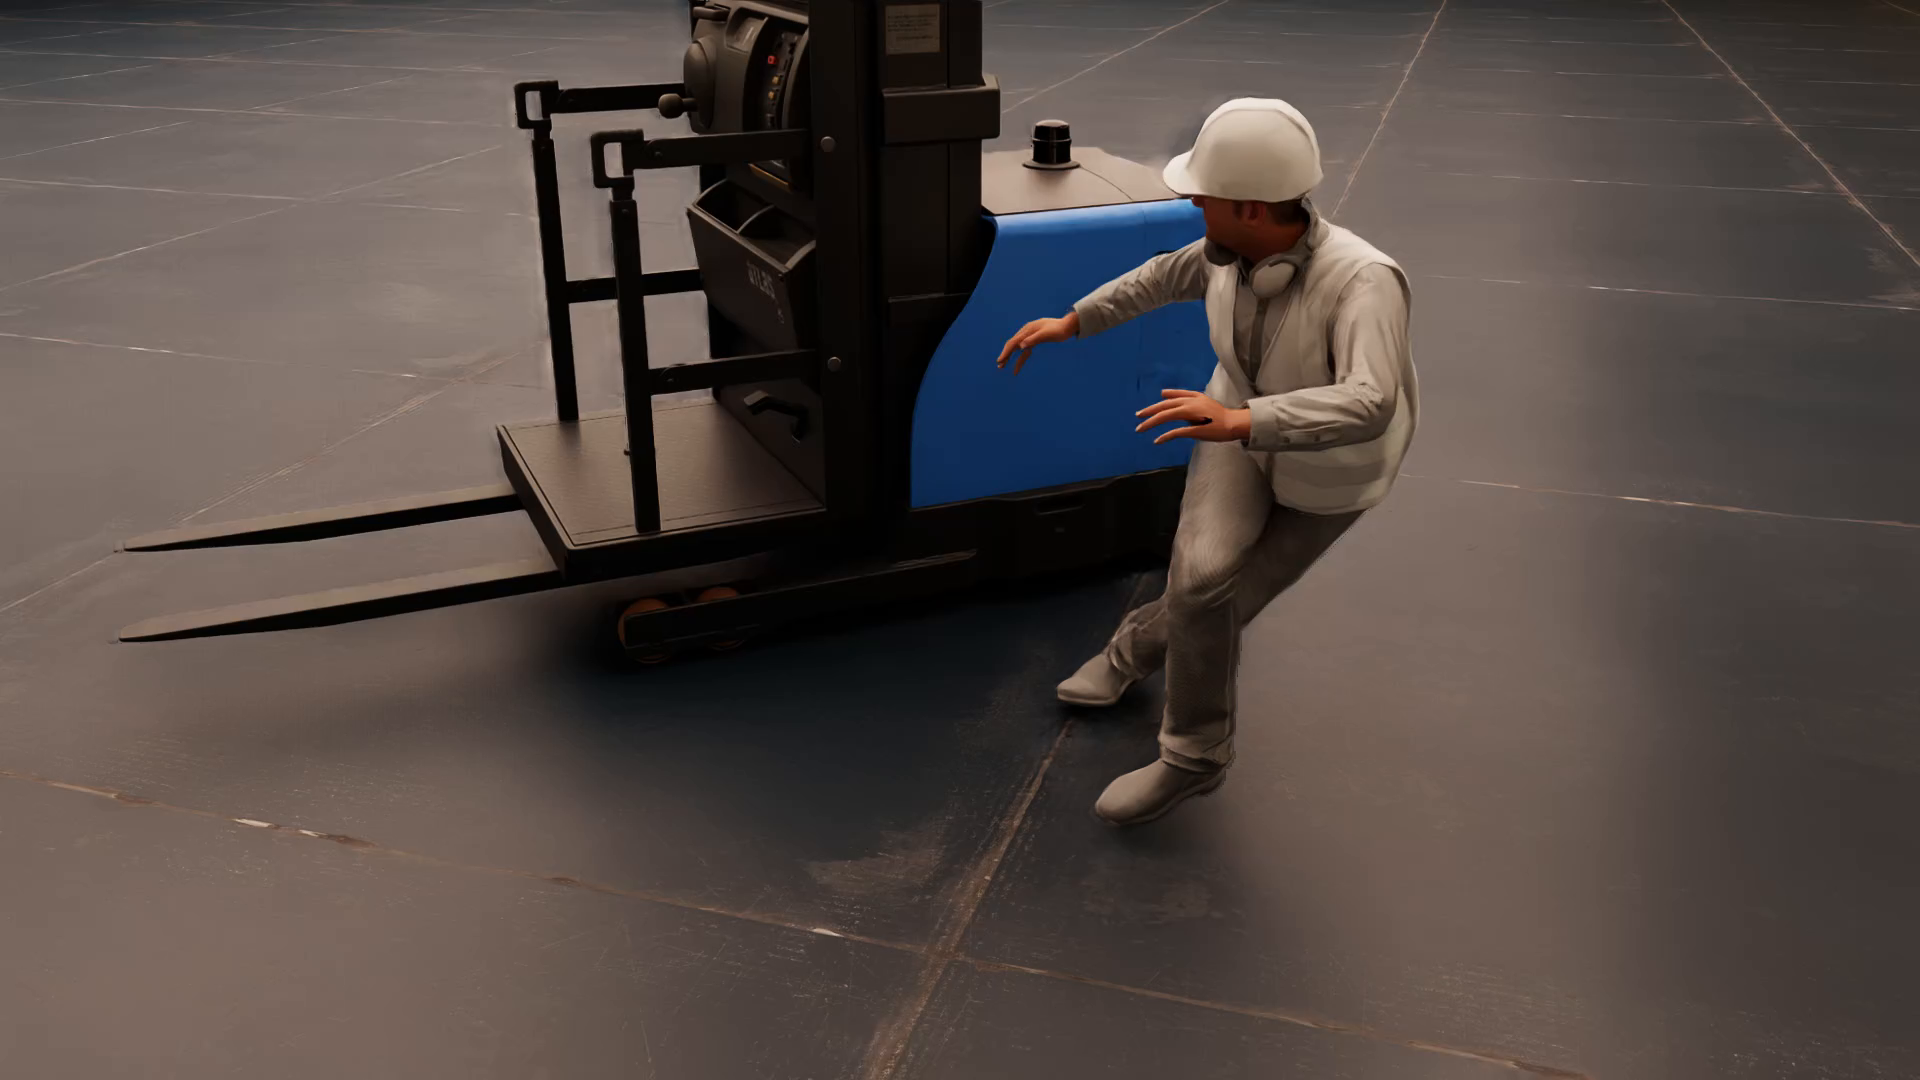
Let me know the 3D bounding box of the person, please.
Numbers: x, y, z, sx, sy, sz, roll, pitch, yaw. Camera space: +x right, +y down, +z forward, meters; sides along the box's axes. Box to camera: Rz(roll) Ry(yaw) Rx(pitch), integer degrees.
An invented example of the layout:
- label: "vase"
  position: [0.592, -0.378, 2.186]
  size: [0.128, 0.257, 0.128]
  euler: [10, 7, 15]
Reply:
- label: "person"
  position: [0.468, -0.153, 3.448]
  size: [0.960, 1.523, 0.927]
  euler: [14, 26, 30]

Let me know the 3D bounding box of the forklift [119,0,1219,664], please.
- label: "forklift"
  position: [-0.753, -1.260, 4.333]
  size: [3.031, 2.935, 1.130]
  euler: [-10, 24, -22]
